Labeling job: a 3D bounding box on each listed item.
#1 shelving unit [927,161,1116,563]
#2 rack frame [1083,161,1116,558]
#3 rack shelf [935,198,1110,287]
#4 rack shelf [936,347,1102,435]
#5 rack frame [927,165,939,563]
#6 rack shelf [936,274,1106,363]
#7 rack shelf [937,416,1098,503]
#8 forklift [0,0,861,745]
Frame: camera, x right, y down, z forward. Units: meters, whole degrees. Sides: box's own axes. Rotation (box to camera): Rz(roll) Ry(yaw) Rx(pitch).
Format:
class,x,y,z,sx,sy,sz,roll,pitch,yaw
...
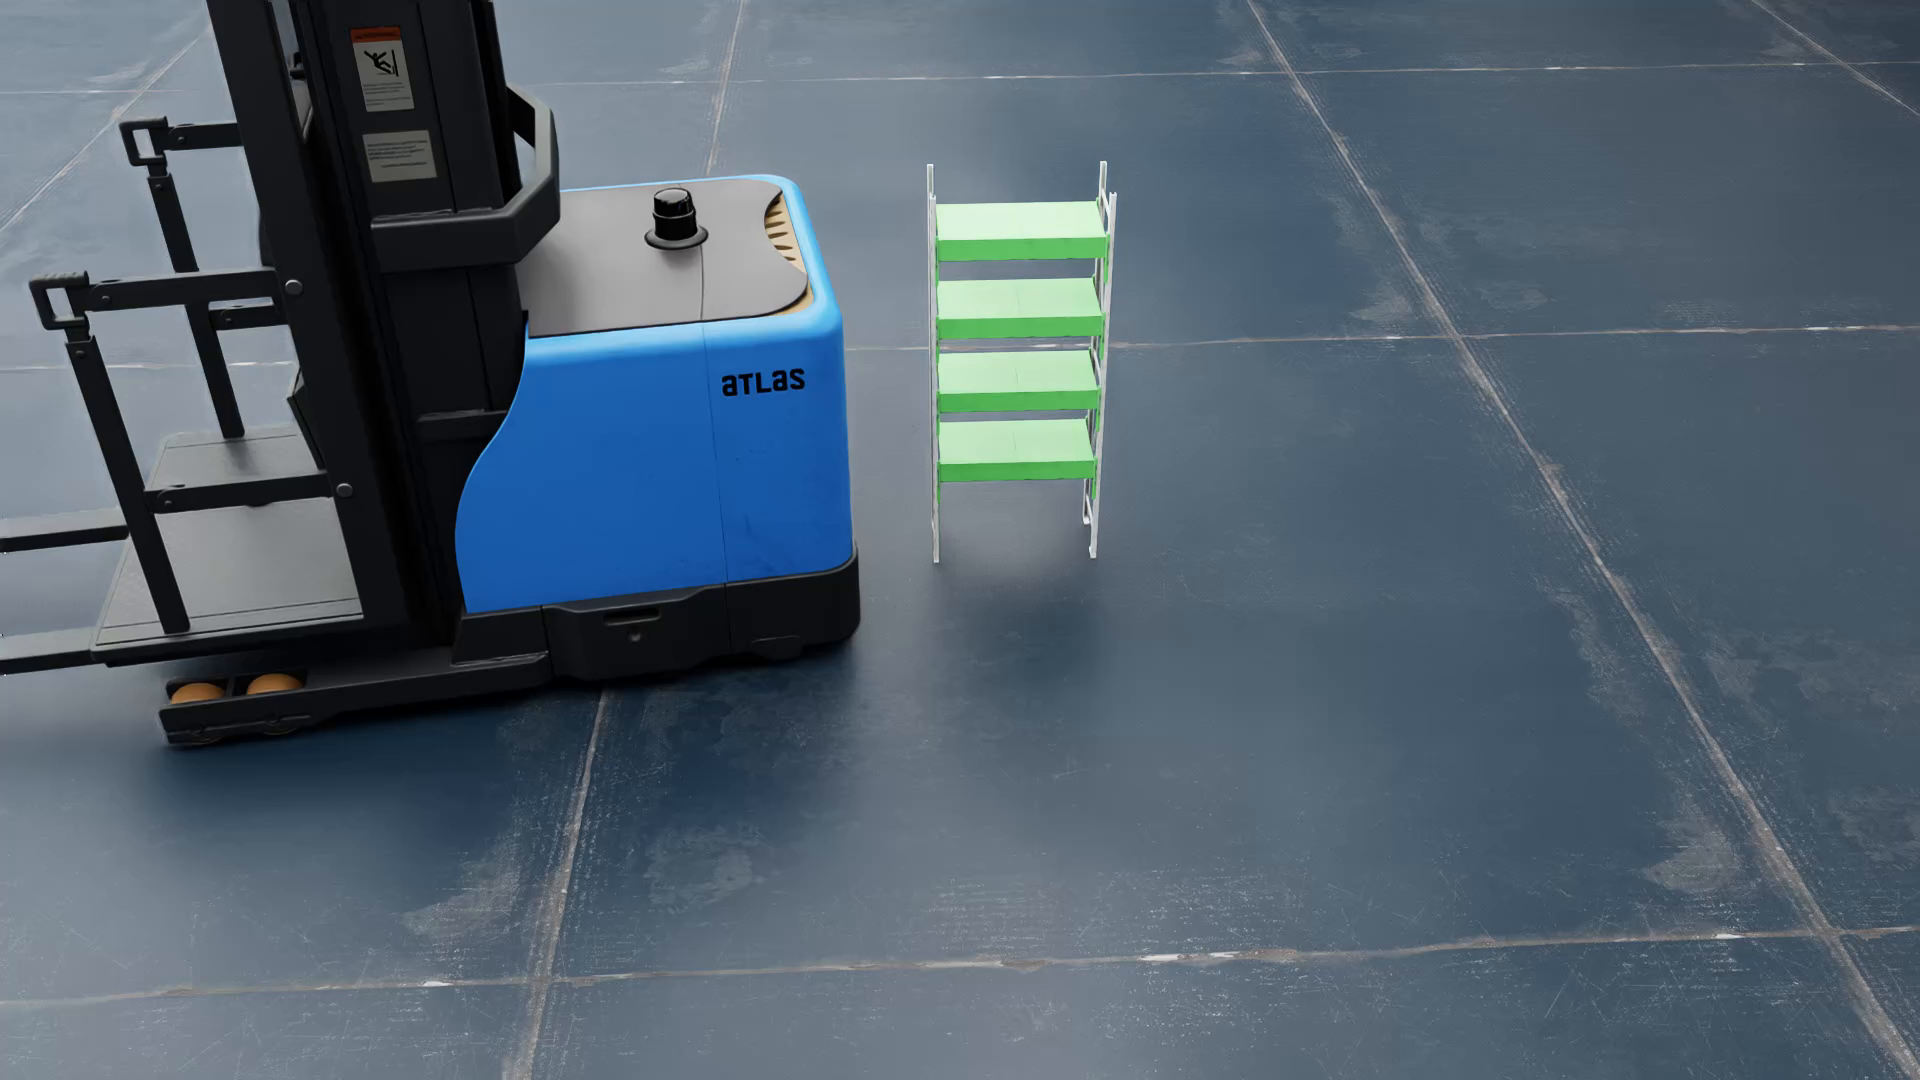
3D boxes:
class,x,y,z,sx,sy,sz,roll,pitch,yaw
shelving unit,0.165,-0.498,4.915,0.503,1.200,0.258,-2,35,-2
rack frame,0.409,-0.504,4.924,0.015,1.200,0.240,-2,35,-2
rack shelf,0.165,-0.840,4.678,0.480,0.148,0.258,-2,35,-2
rack shelf,0.165,-0.445,4.951,0.480,0.148,0.258,-2,35,-2
rack frame,-0.078,-0.491,4.905,0.015,1.200,0.240,-2,35,-2
rack shelf,0.165,-0.643,4.815,0.480,0.148,0.258,-2,35,-2
rack shelf,0.165,-0.248,5.088,0.480,0.148,0.258,-2,35,-2
forklift,-1.857,-0.985,4.098,3.031,2.935,1.130,-7,35,-10
